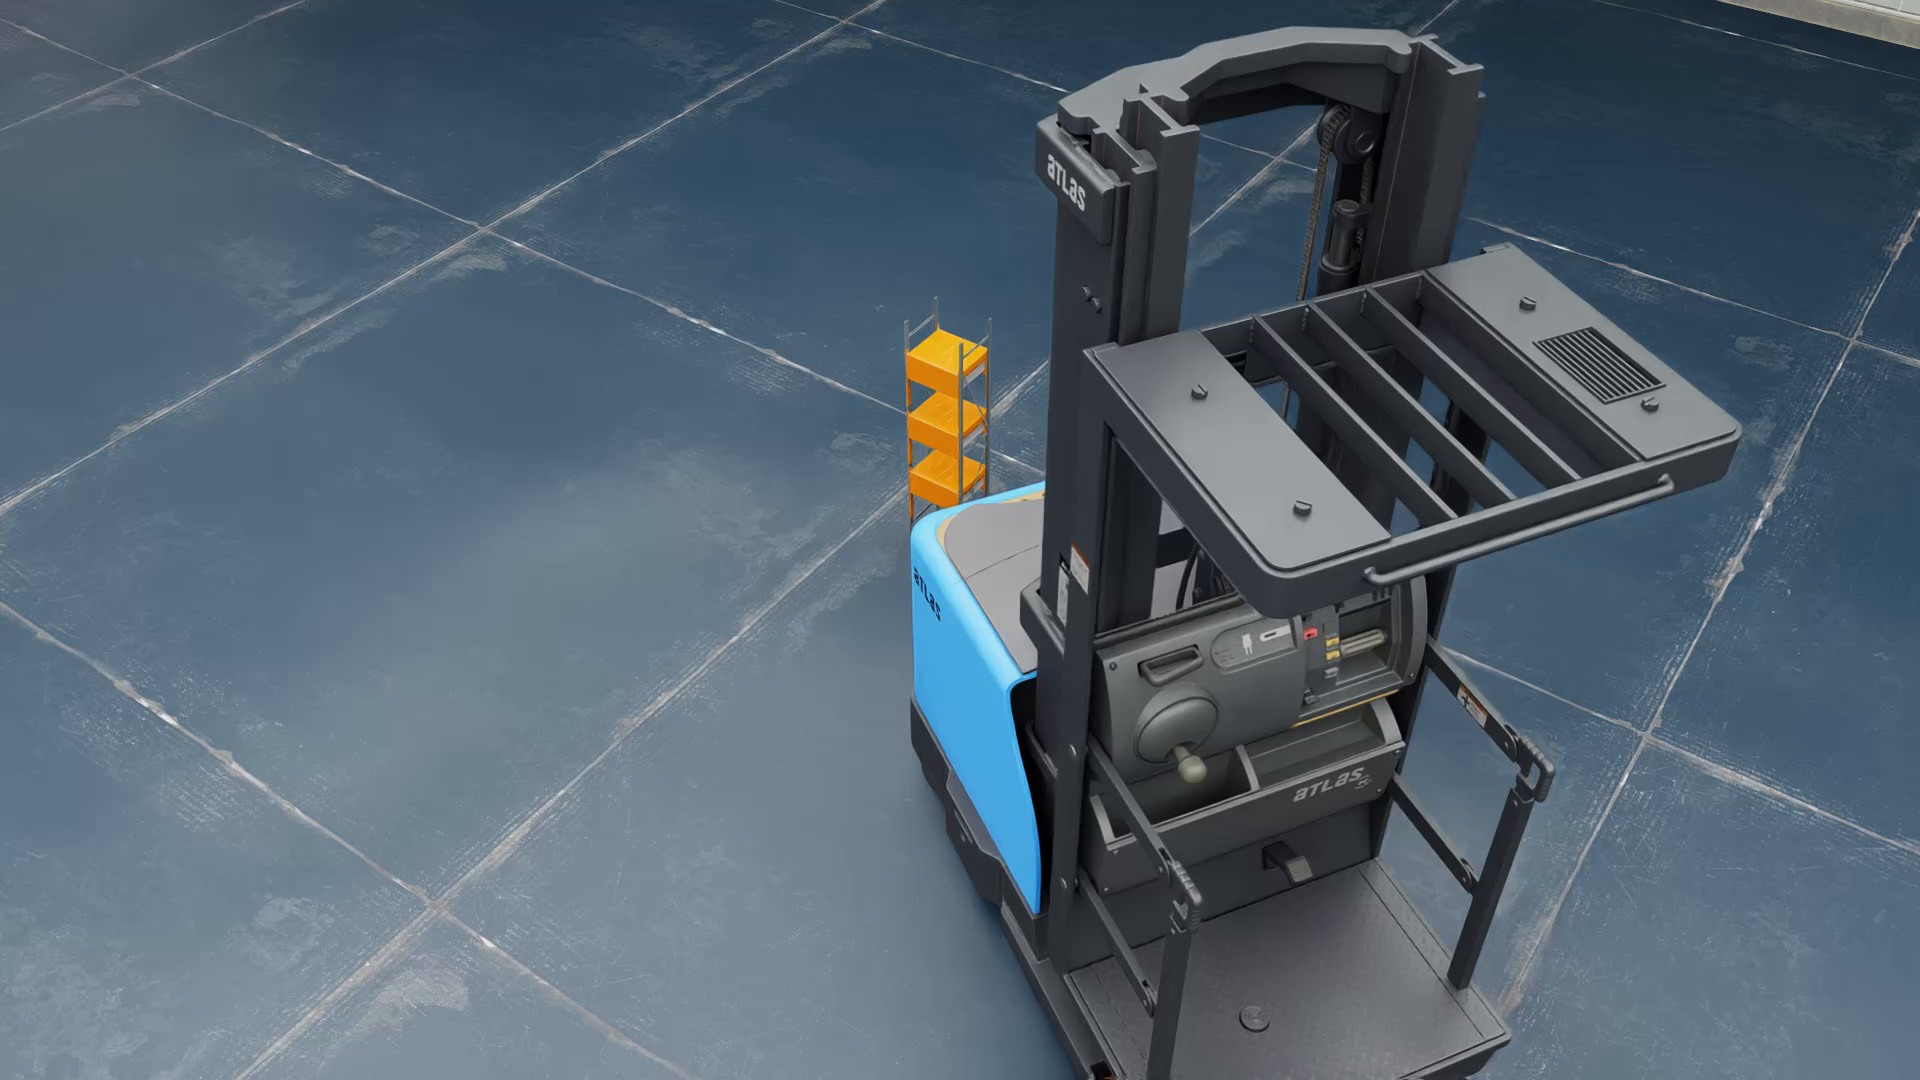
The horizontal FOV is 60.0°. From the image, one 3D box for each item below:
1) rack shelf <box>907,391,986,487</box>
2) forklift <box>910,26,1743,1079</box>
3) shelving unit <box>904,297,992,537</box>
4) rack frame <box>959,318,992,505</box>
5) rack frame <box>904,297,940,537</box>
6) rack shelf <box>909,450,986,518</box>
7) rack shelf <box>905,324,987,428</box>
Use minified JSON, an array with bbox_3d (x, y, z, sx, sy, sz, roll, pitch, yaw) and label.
[{"bbox_3d":[-0.044,-0.404,6.430,0.240,0.259,0.215,25,48,25],"label":"rack shelf"},{"bbox_3d":[0.873,0.415,4.089,1.130,2.935,3.031,-16,44,-17],"label":"forklift"},{"bbox_3d":[-0.044,-0.412,6.423,0.252,1.050,0.215,25,48,25],"label":"shelving unit"},{"bbox_3d":[0.056,-0.365,6.371,0.008,1.050,0.200,25,48,25],"label":"rack frame"},{"bbox_3d":[-0.144,-0.458,6.475,0.008,1.050,0.200,25,48,25],"label":"rack frame"},{"bbox_3d":[-0.044,-0.197,6.615,0.240,0.259,0.215,25,48,25],"label":"rack shelf"},{"bbox_3d":[-0.044,-0.615,6.241,0.240,0.259,0.215,25,48,25],"label":"rack shelf"}]
